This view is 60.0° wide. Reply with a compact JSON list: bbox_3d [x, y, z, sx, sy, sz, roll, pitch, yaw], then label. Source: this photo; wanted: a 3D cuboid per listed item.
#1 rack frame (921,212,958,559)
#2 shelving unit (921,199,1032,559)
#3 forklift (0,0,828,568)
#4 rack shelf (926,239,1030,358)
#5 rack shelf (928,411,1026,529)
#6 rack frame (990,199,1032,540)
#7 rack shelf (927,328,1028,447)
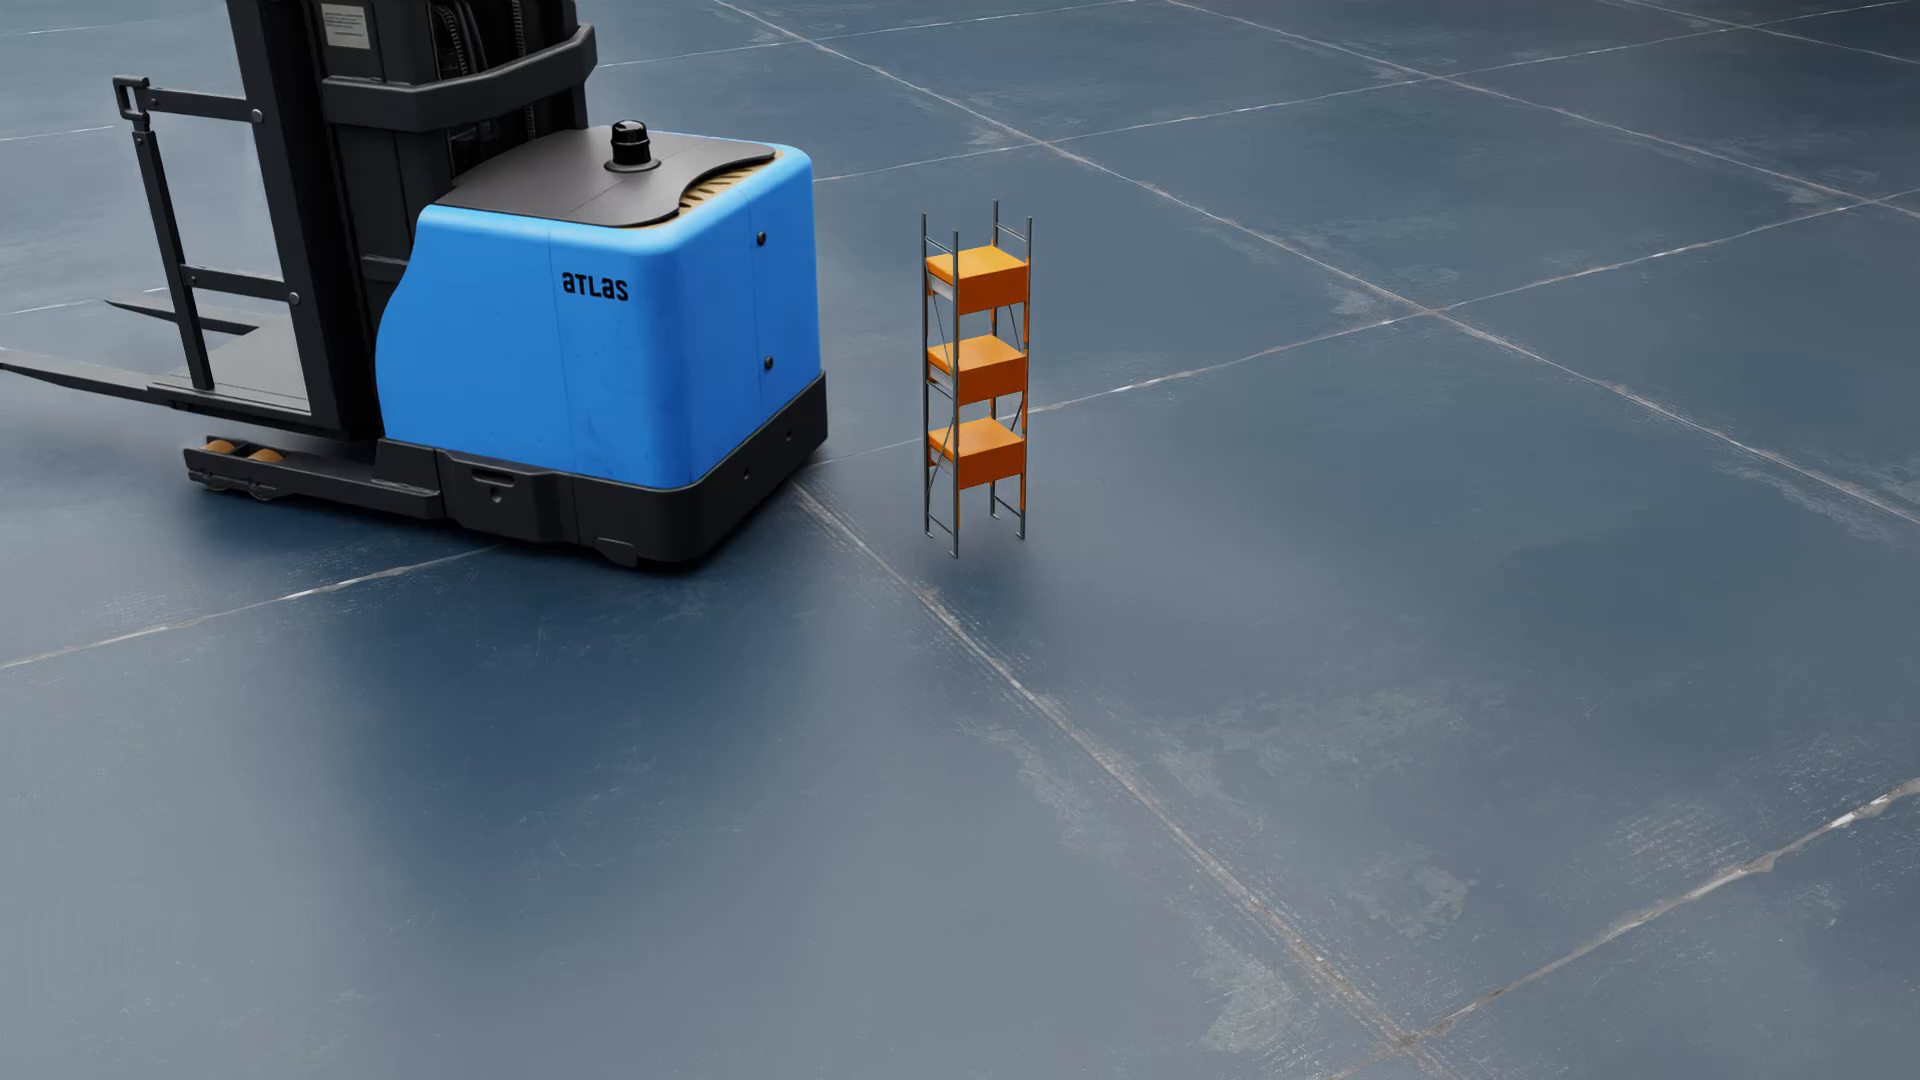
[{"bbox_3d":[-0.059,-0.443,4.966,0.008,1.050,0.200,-16,33,-26],"label":"rack frame"},{"bbox_3d":[0.046,-0.473,5.020,0.252,1.050,0.215,-16,33,-26],"label":"shelving unit"},{"bbox_3d":[-2.027,-1.638,5.184,3.031,2.935,1.130,11,31,18],"label":"forklift"},{"bbox_3d":[0.046,-0.712,4.888,0.240,0.259,0.215,-16,33,-26],"label":"rack shelf"},{"bbox_3d":[0.046,-0.220,5.159,0.240,0.259,0.215,-16,33,-26],"label":"rack shelf"},{"bbox_3d":[0.151,-0.503,5.074,0.008,1.050,0.200,-16,33,-26],"label":"rack frame"},{"bbox_3d":[0.046,-0.463,5.025,0.240,0.259,0.215,-16,33,-26],"label":"rack shelf"}]
